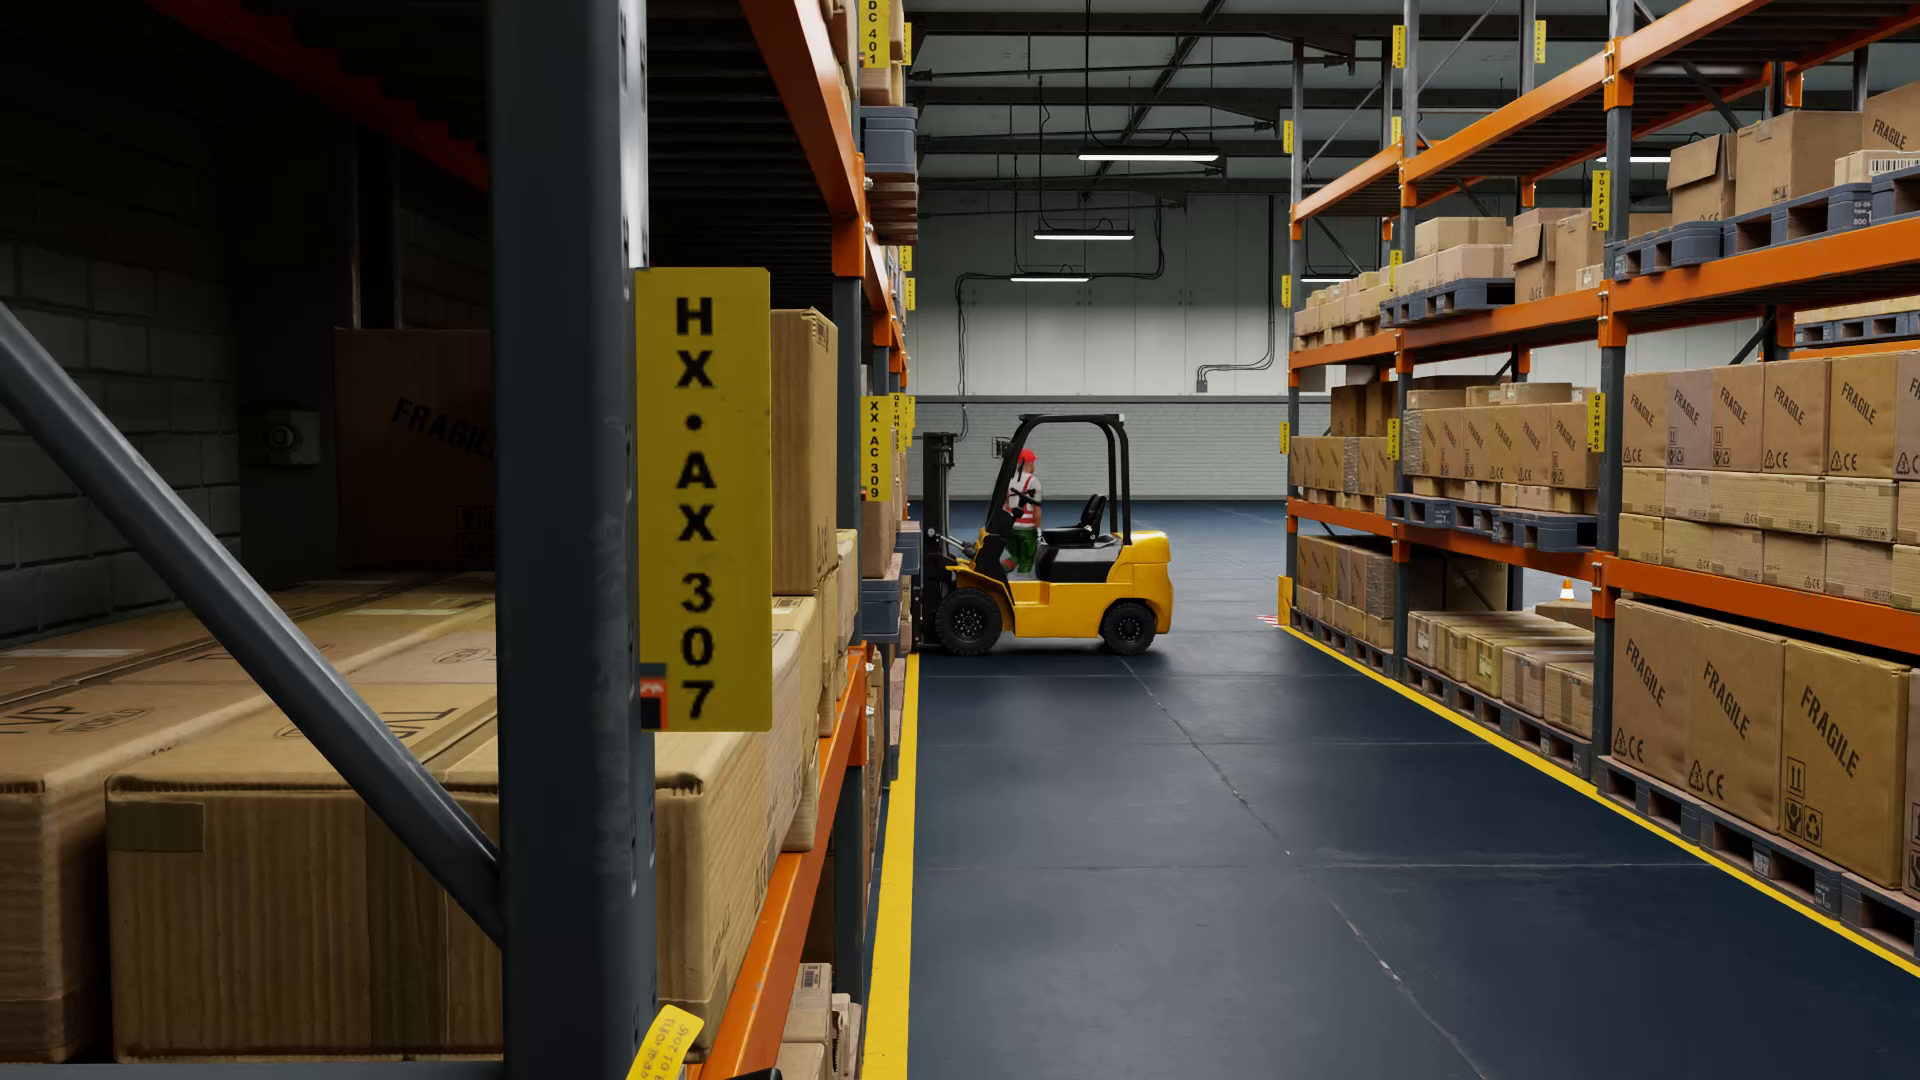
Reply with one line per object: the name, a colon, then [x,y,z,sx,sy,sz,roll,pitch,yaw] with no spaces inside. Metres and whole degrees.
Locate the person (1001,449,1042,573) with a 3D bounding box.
person: [0.662,-0.134,18.760,0.607,1.778,0.597,4,5,44]
